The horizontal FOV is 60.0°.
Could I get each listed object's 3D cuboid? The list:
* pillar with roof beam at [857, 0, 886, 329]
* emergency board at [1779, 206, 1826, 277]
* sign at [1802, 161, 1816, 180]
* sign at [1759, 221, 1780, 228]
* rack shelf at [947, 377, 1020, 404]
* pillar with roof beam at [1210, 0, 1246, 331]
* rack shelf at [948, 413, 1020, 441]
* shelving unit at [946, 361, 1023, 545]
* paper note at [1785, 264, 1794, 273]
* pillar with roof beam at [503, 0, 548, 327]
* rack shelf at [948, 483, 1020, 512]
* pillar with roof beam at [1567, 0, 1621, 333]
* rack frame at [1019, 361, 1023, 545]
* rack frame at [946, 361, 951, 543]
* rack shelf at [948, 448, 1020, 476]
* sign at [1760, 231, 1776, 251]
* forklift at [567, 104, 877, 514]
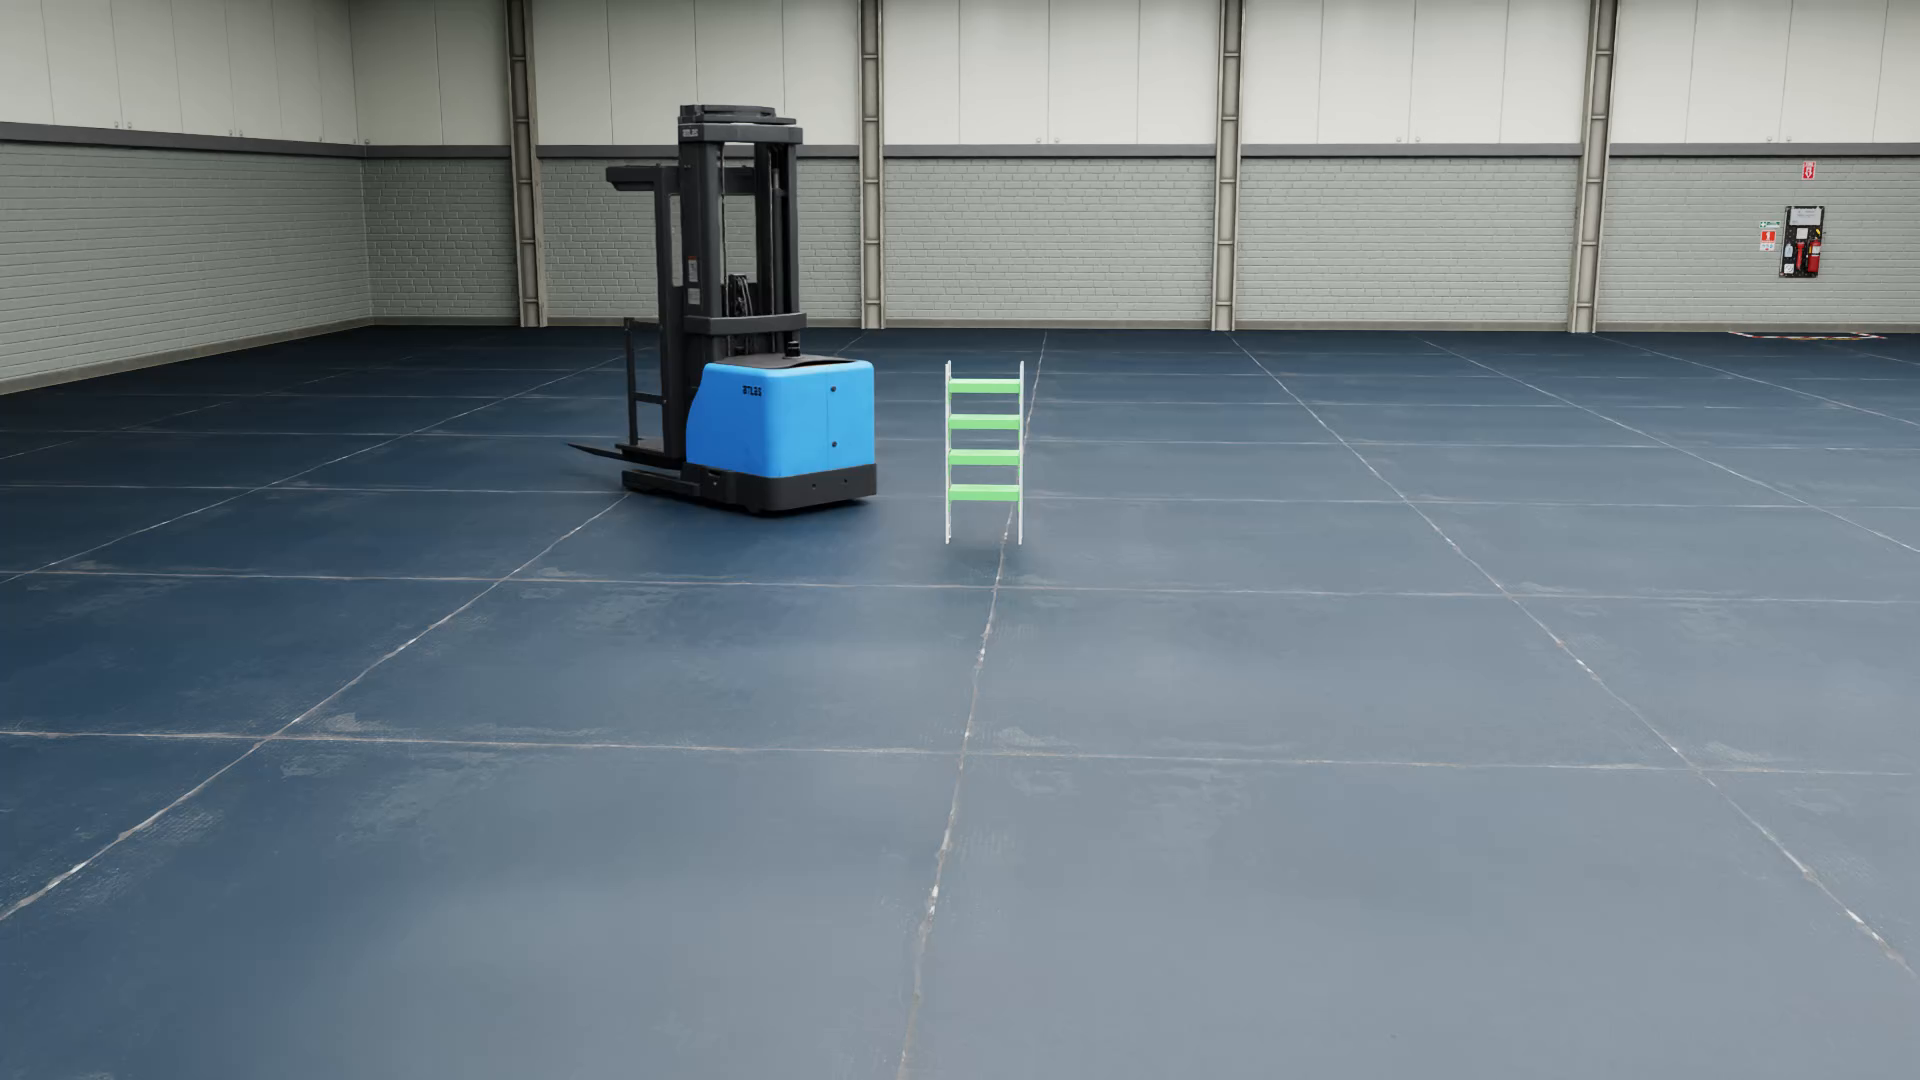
[{"bbox_3d":[-1.785,-7.202,23.720,0.400,9.000,9.100,1,12,4],"label":"pillar with roof beam"},{"bbox_3d":[13.999,-4.940,27.560,0.643,1.169,0.194,1,12,4],"label":"emergency board"},{"bbox_3d":[13.998,-6.095,27.420,0.199,0.298,0.001,1,12,4],"label":"sign"},{"bbox_3d":[13.458,-5.244,27.630,0.331,0.109,0.001,1,12,4],"label":"sign"},{"bbox_3d":[0.165,-0.992,11.049,0.480,0.148,0.258,1,12,4],"label":"rack shelf"},{"bbox_3d":[4.201,-7.120,23.327,0.400,9.000,9.100,1,12,4],"label":"pillar with roof beam"},{"bbox_3d":[0.165,-0.757,11.098,0.480,0.148,0.258,1,12,4],"label":"rack shelf"},{"bbox_3d":[0.165,-0.585,11.134,0.503,1.200,0.258,1,12,4],"label":"shelving unit"},{"bbox_3d":[13.827,-4.526,27.729,0.142,0.148,0.016,1,12,4],"label":"paper note"},{"bbox_3d":[-7.772,-7.284,24.112,0.400,9.000,9.100,1,12,4],"label":"pillar with roof beam"},{"bbox_3d":[0.165,-0.288,11.197,0.480,0.148,0.258,1,12,4],"label":"rack shelf"},{"bbox_3d":[10.188,-7.038,22.935,0.400,9.000,9.100,1,12,4],"label":"pillar with roof beam"},{"bbox_3d":[0.409,-0.582,11.118,0.015,1.200,0.240,1,12,4],"label":"rack frame"},{"bbox_3d":[-0.078,-0.588,11.150,0.015,1.200,0.240,1,12,4],"label":"rack frame"},{"bbox_3d":[0.165,-0.522,11.147,0.480,0.148,0.258,1,12,4],"label":"rack shelf"},{"bbox_3d":[13.454,-4.986,27.693,0.234,0.329,0.001,1,12,4],"label":"sign"},{"bbox_3d":[-2.024,-1.859,12.997,1.130,2.935,3.031,-11,16,-44],"label":"forklift"}]
